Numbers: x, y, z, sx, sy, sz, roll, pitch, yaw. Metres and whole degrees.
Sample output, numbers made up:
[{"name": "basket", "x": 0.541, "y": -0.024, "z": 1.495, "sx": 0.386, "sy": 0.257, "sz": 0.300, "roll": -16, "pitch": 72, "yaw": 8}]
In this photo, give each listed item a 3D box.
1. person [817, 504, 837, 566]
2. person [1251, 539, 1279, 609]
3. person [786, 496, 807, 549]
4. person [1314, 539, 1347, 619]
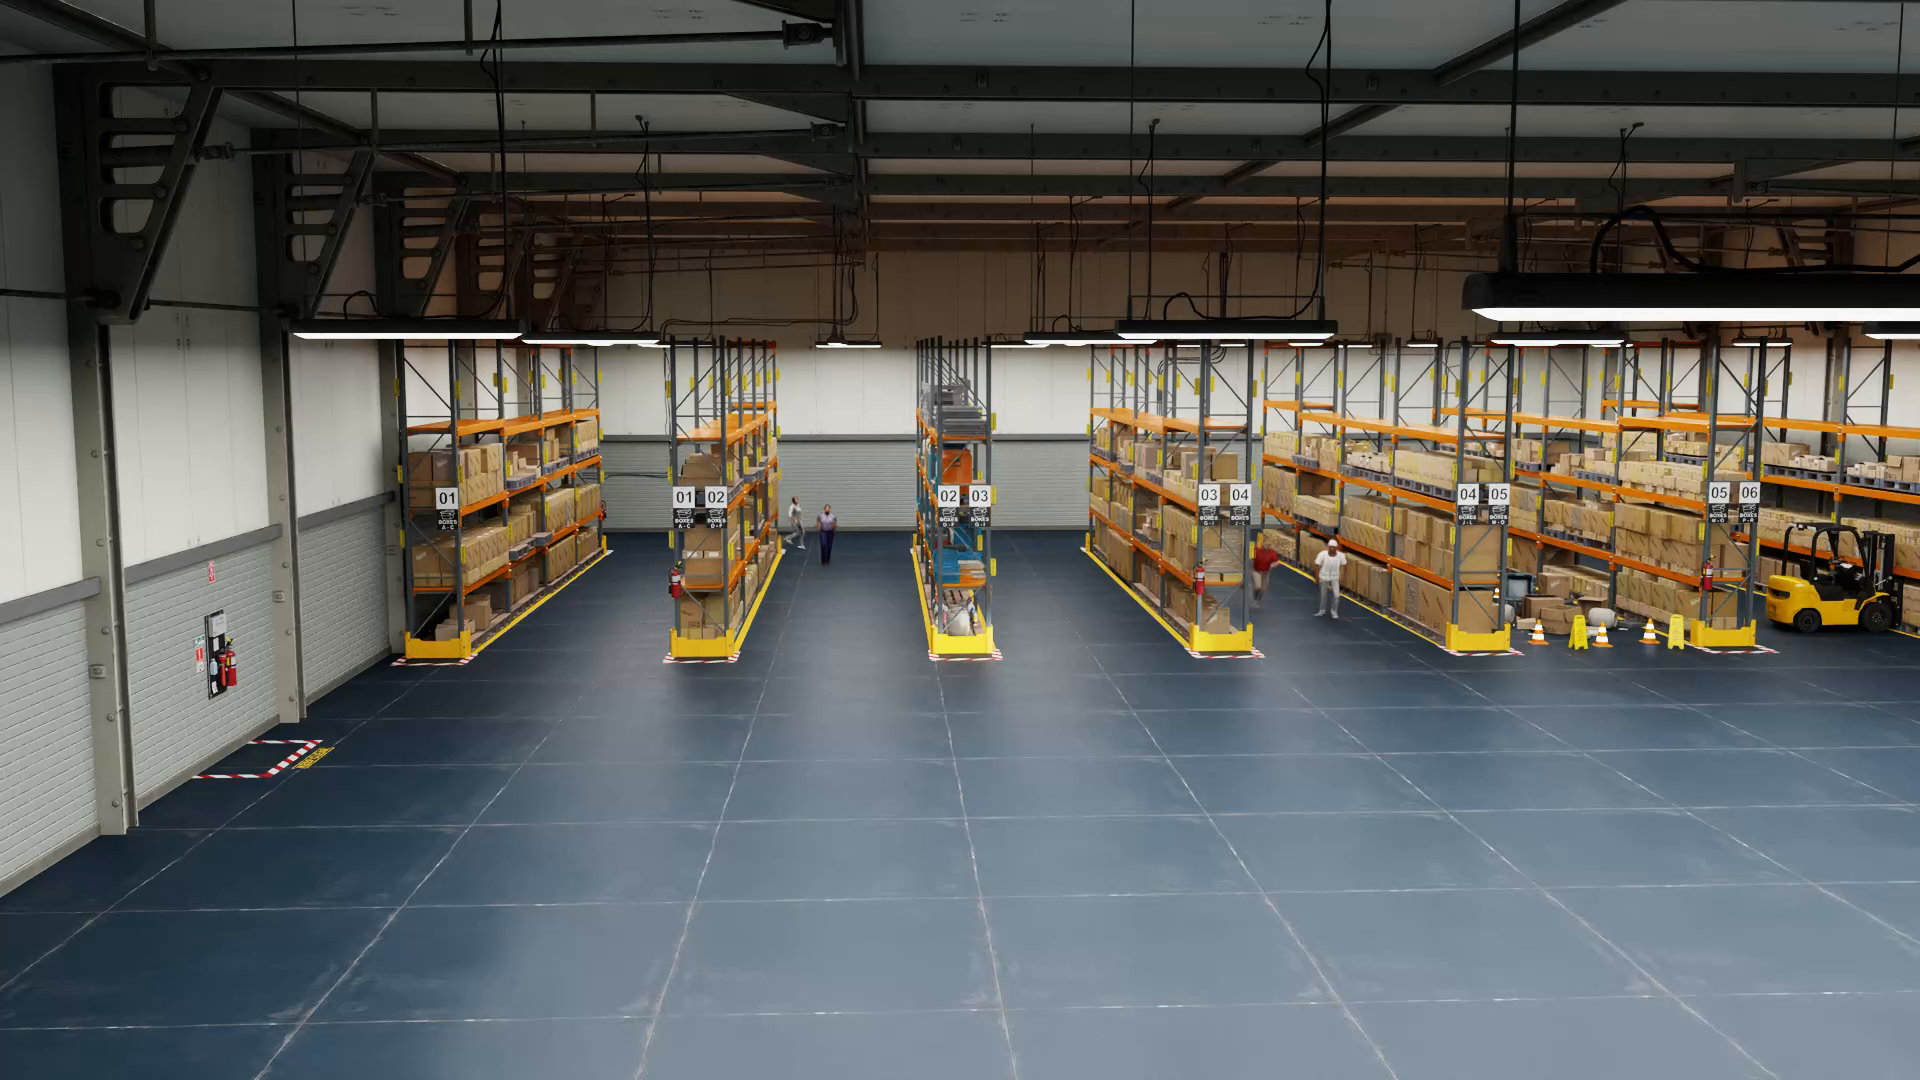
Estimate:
[{"name": "person", "x": -3.564, "y": -0.130, "z": 44.584, "sx": 0.518, "sy": 1.666, "sz": 0.798, "roll": -1, "pitch": 7, "yaw": -12}, {"name": "person", "x": 6.666, "y": 0.748, "z": 36.731, "sx": 0.667, "sy": 1.593, "sz": 0.978, "roll": -1, "pitch": 7, "yaw": -10}, {"name": "person", "x": -4.811, "y": -0.509, "z": 48.220, "sx": 0.629, "sy": 1.557, "sz": 0.572, "roll": 4, "pitch": 8, "yaw": 32}, {"name": "person", "x": 7.953, "y": 0.825, "z": 35.727, "sx": 0.690, "sy": 1.716, "sz": 0.657, "roll": 1, "pitch": 7, "yaw": 9}]
